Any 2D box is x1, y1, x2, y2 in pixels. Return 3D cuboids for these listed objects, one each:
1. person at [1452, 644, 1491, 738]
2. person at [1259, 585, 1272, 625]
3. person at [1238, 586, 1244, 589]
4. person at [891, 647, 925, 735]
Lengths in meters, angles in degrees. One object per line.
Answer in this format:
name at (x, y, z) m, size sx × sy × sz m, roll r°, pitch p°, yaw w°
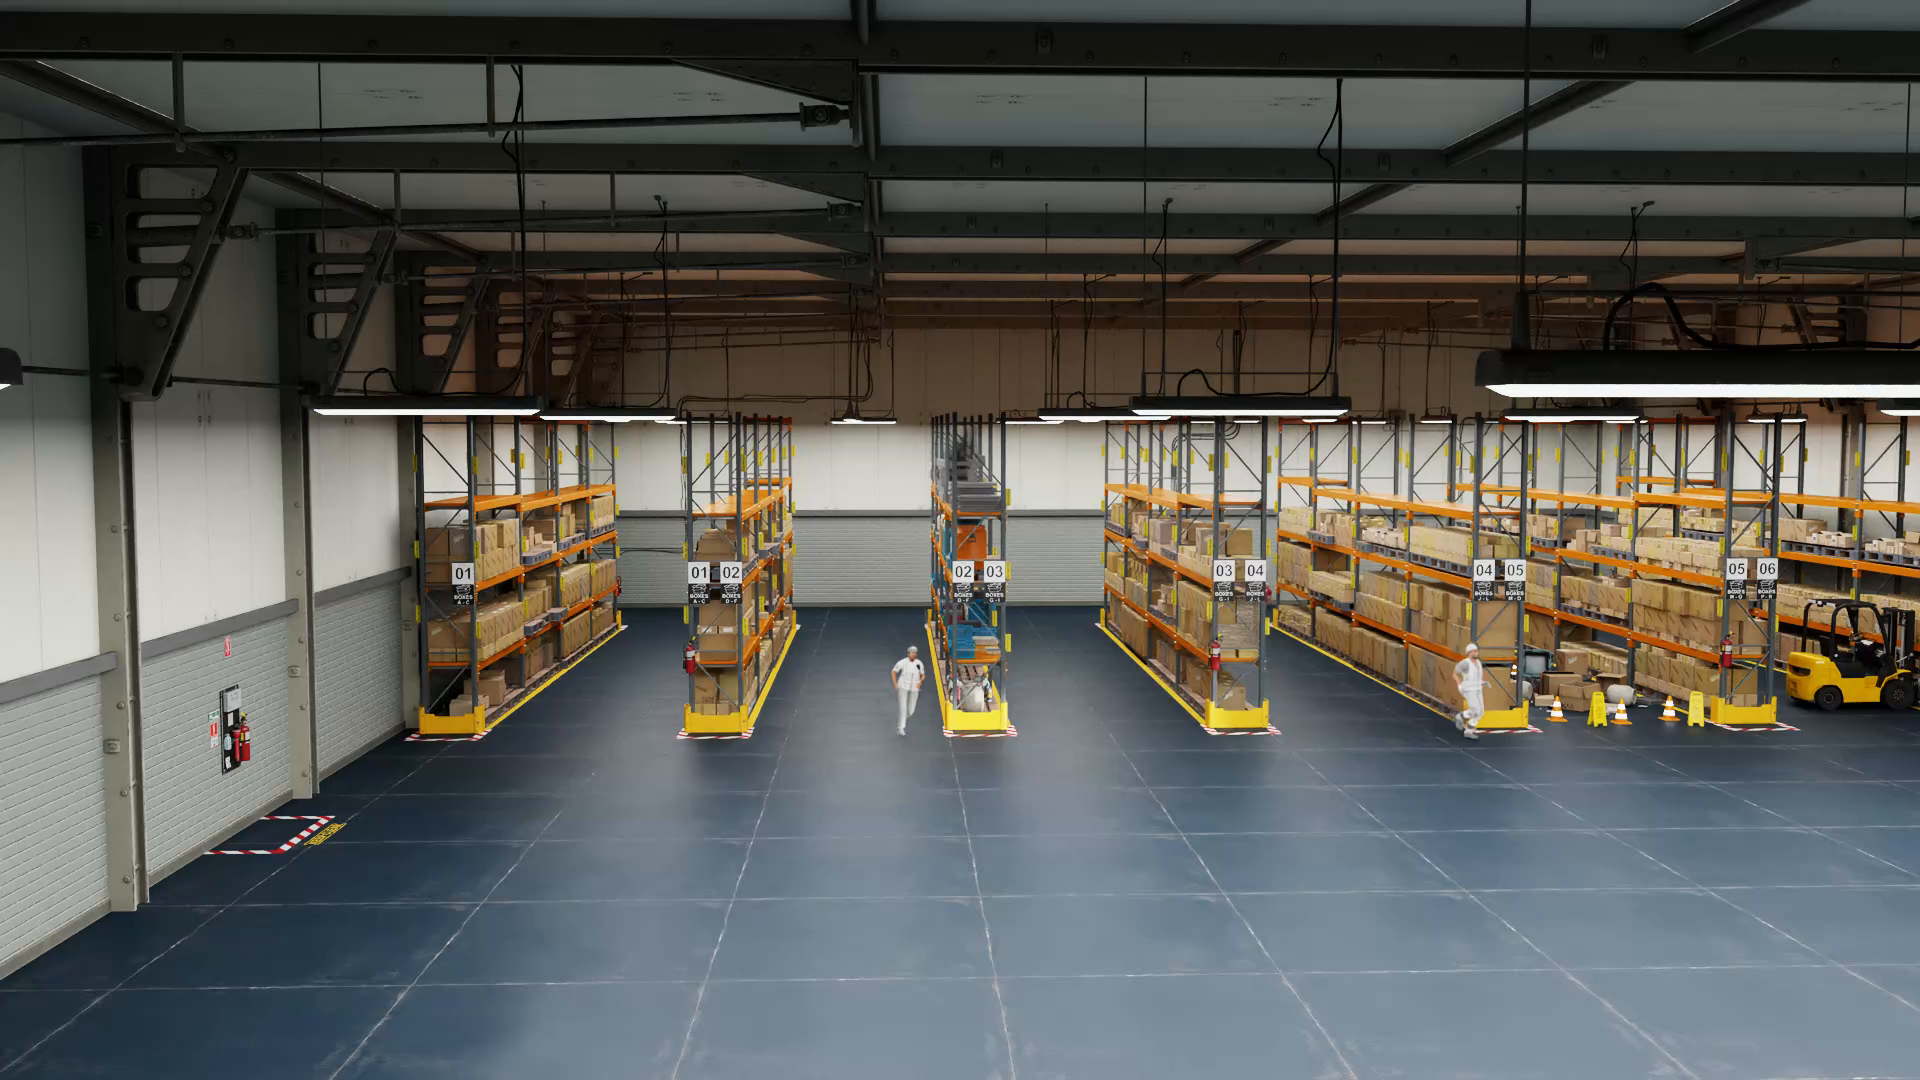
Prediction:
person at (9.420, 2.777, 30.556) m, size 0.676 × 1.737 × 0.602 m, roll -2°, pitch 5°, yaw -33°
person at (8.113, 1.831, 44.819) m, size 0.644 × 1.686 × 0.605 m, roll 0°, pitch 4°, yaw -1°
person at (7.853, 1.761, 47.760) m, size 0.692 × 1.541 × 0.752 m, roll 3°, pitch 5°, yaw 36°
person at (-0.967, 2.810, 31.220) m, size 0.646 × 1.635 × 0.651 m, roll -1°, pitch 4°, yaw -16°
